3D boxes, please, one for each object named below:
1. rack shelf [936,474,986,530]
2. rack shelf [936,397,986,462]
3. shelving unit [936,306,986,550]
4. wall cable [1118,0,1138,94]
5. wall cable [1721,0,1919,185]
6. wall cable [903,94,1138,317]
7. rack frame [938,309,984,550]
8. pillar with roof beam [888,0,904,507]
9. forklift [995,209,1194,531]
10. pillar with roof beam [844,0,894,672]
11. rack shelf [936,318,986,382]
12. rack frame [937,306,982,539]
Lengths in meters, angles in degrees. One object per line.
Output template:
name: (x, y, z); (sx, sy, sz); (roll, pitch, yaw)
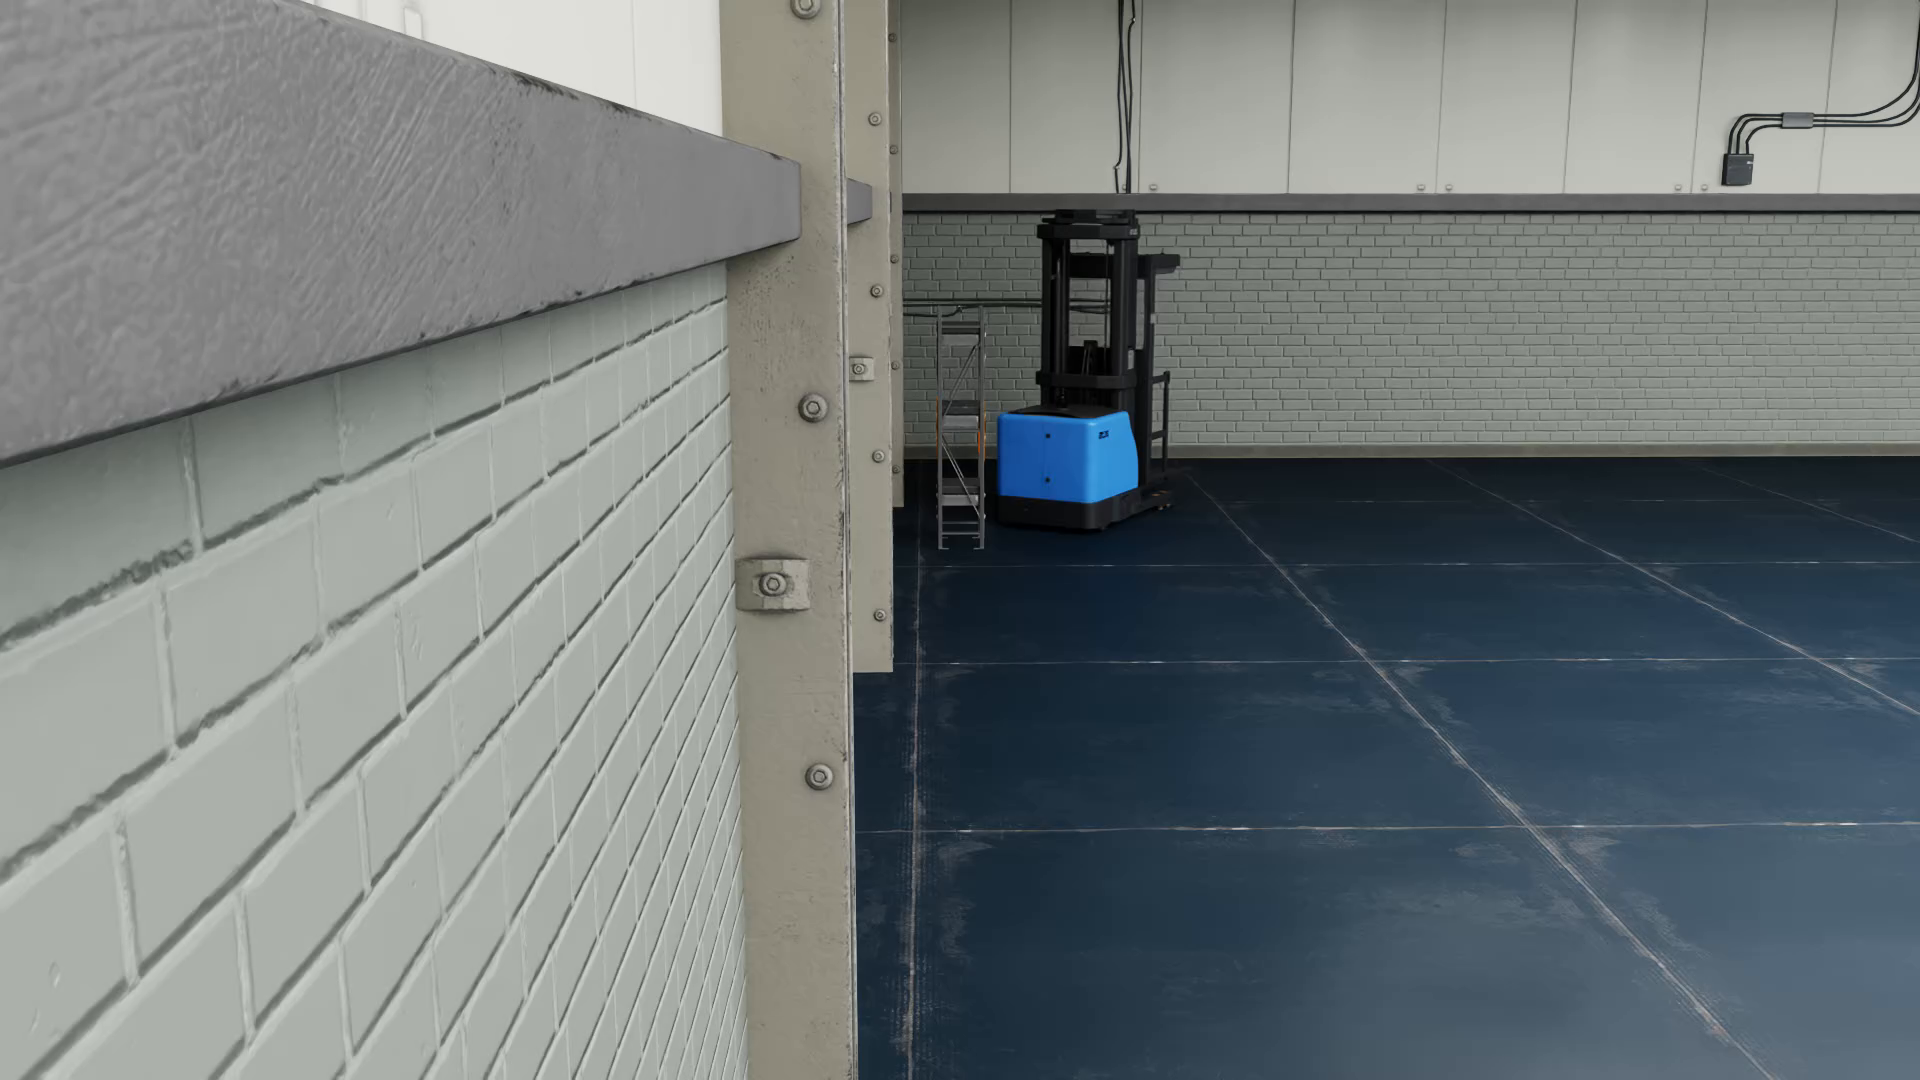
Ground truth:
rack shelf: (0.003, -0.297, 14.830); (0.431, 0.518, 0.480); (0, 11, -1)
rack shelf: (0.003, -0.983, 14.691); (0.431, 0.518, 0.480); (0, 11, -1)
shelving unit: (0.003, -0.996, 14.688); (0.431, 2.100, 0.503); (0, 11, -1)
wall cable: (3.244, -6.338, 18.772); (3.097, 2.526, 0.112); (0, 11, -1)
wall cable: (10.031, -7.076, 18.749); (2.305, 6.003, 0.169); (0, 11, -1)
wall cable: (0.539, -3.851, 19.219); (3.097, 2.526, 0.112); (0, 11, -1)
rack frame: (0.009, -0.948, 14.449); (0.400, 2.100, 0.015); (0, 11, -1)
pillar with roof beam: (3.582, -4.800, 16.085); (9.100, 9.000, 0.400); (0, 11, -1)
forklift: (1.482, -1.769, 16.407); (1.130, 2.935, 3.031); (6, 13, 28)
pillar with roof beam: (3.706, -3.607, 10.206); (9.100, 9.000, 0.400); (0, 11, -1)
rack shelf: (0.003, -1.669, 14.552); (0.431, 0.518, 0.480); (0, 11, -1)
rack frame: (-0.002, -1.045, 14.927); (0.400, 2.100, 0.015); (0, 11, -1)
